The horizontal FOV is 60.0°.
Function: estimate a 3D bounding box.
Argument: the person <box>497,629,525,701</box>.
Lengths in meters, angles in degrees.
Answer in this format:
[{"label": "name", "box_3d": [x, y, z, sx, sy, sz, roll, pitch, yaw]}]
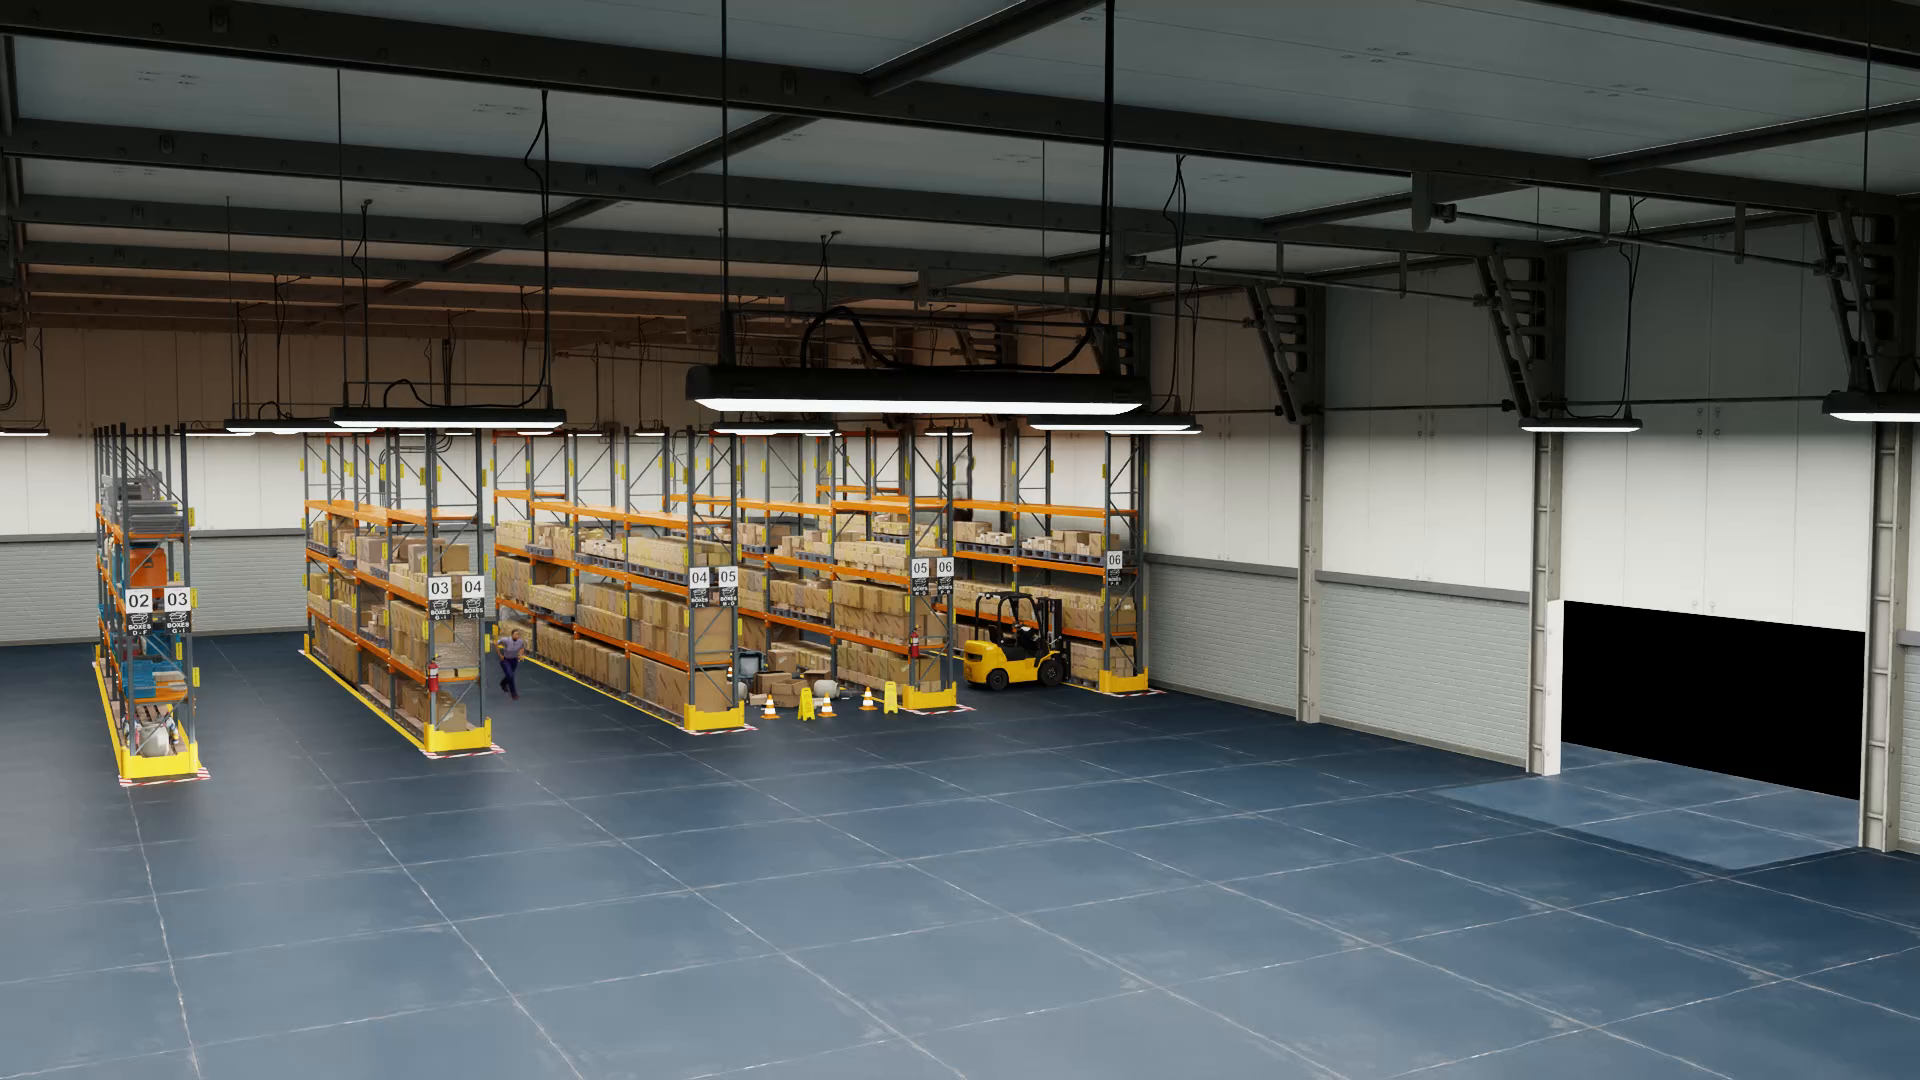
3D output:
[{"label": "person", "box_3d": [-9.956, 2.738, 36.750, 0.629, 1.612, 0.950, -2, 4, -35]}]

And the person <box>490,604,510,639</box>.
[{"label": "person", "box_3d": [-13.093, 1.971, 47.888, 0.816, 1.759, 0.699, -3, 5, -40]}]

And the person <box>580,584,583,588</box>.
[{"label": "person", "box_3d": [-10.438, 2.098, 46.337, 0.653, 1.723, 0.897, -1, 4, -23]}]
